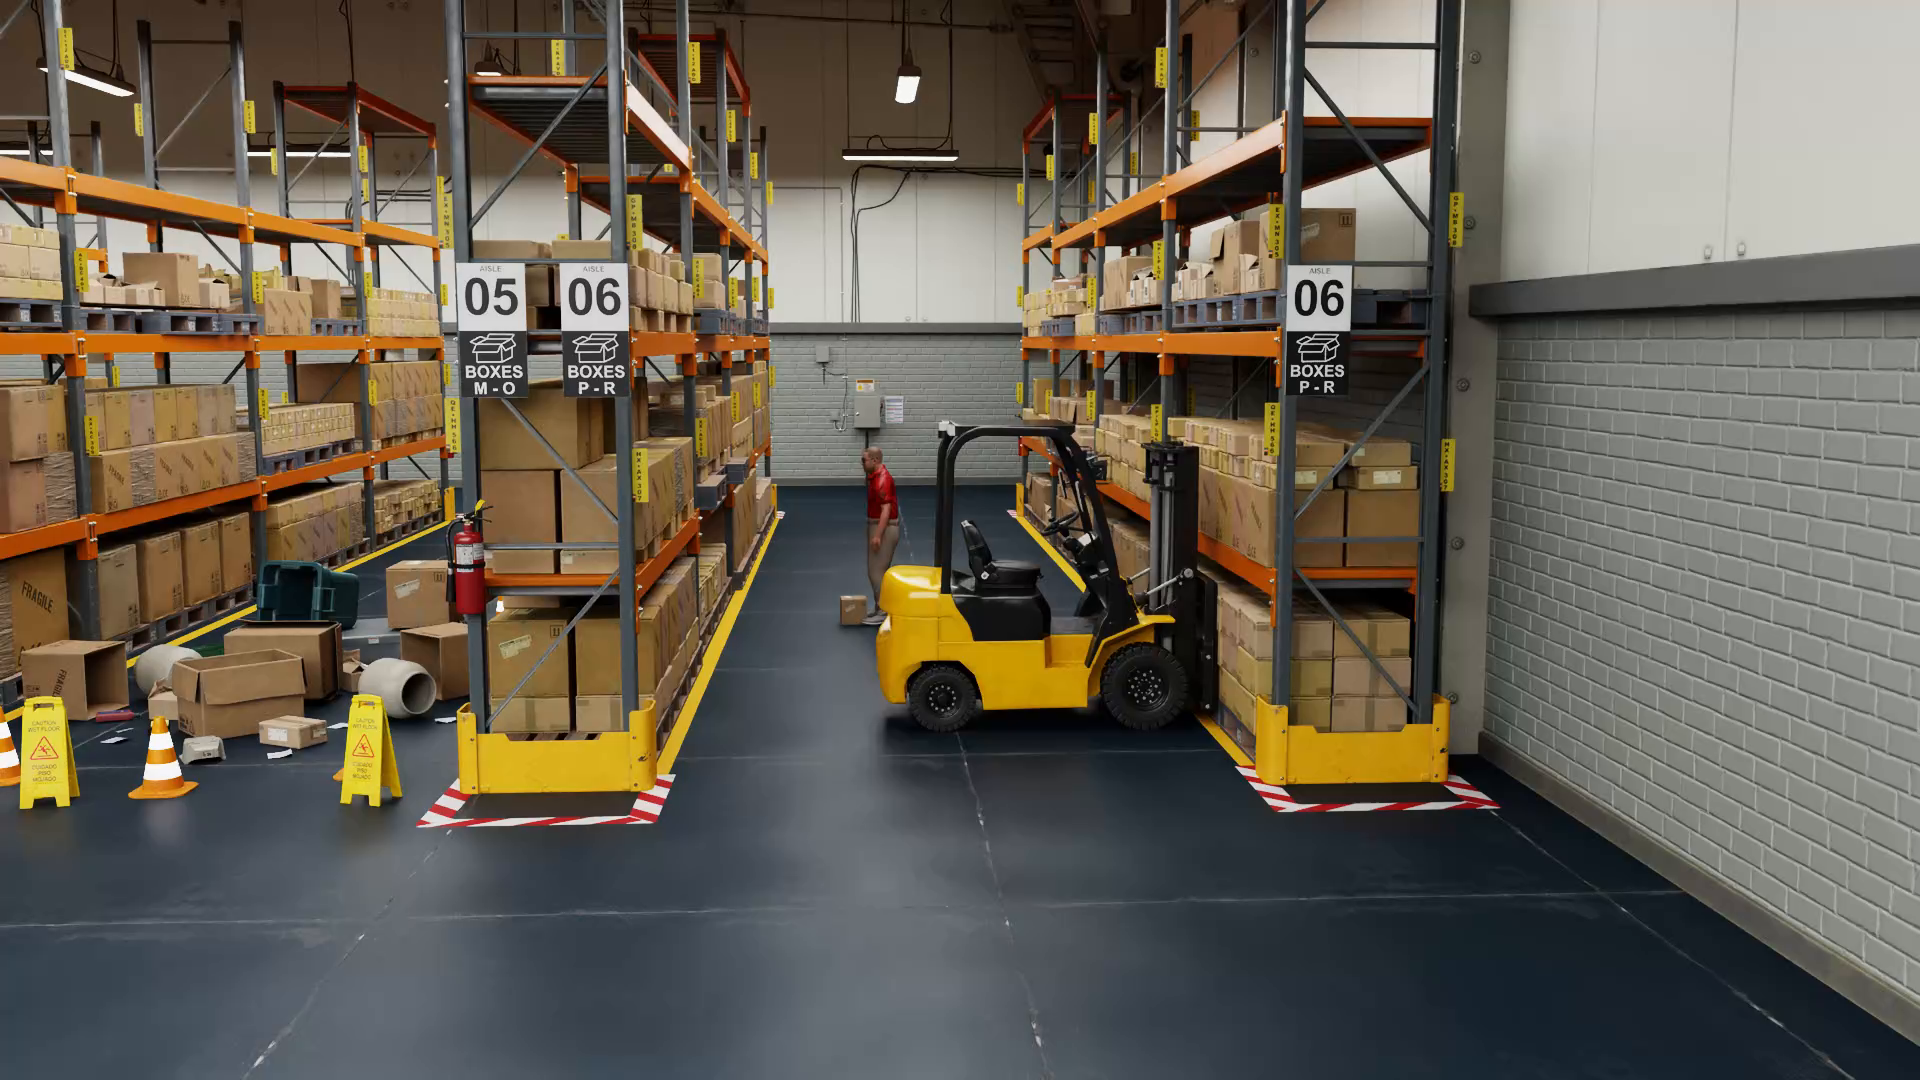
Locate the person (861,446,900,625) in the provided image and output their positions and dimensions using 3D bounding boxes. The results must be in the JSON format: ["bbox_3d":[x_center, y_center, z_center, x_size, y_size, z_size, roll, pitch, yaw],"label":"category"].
[{"bbox_3d":[-0.787,-0.050,16.215,0.384,1.728,0.603,-1,7,-6],"label":"person"}]
